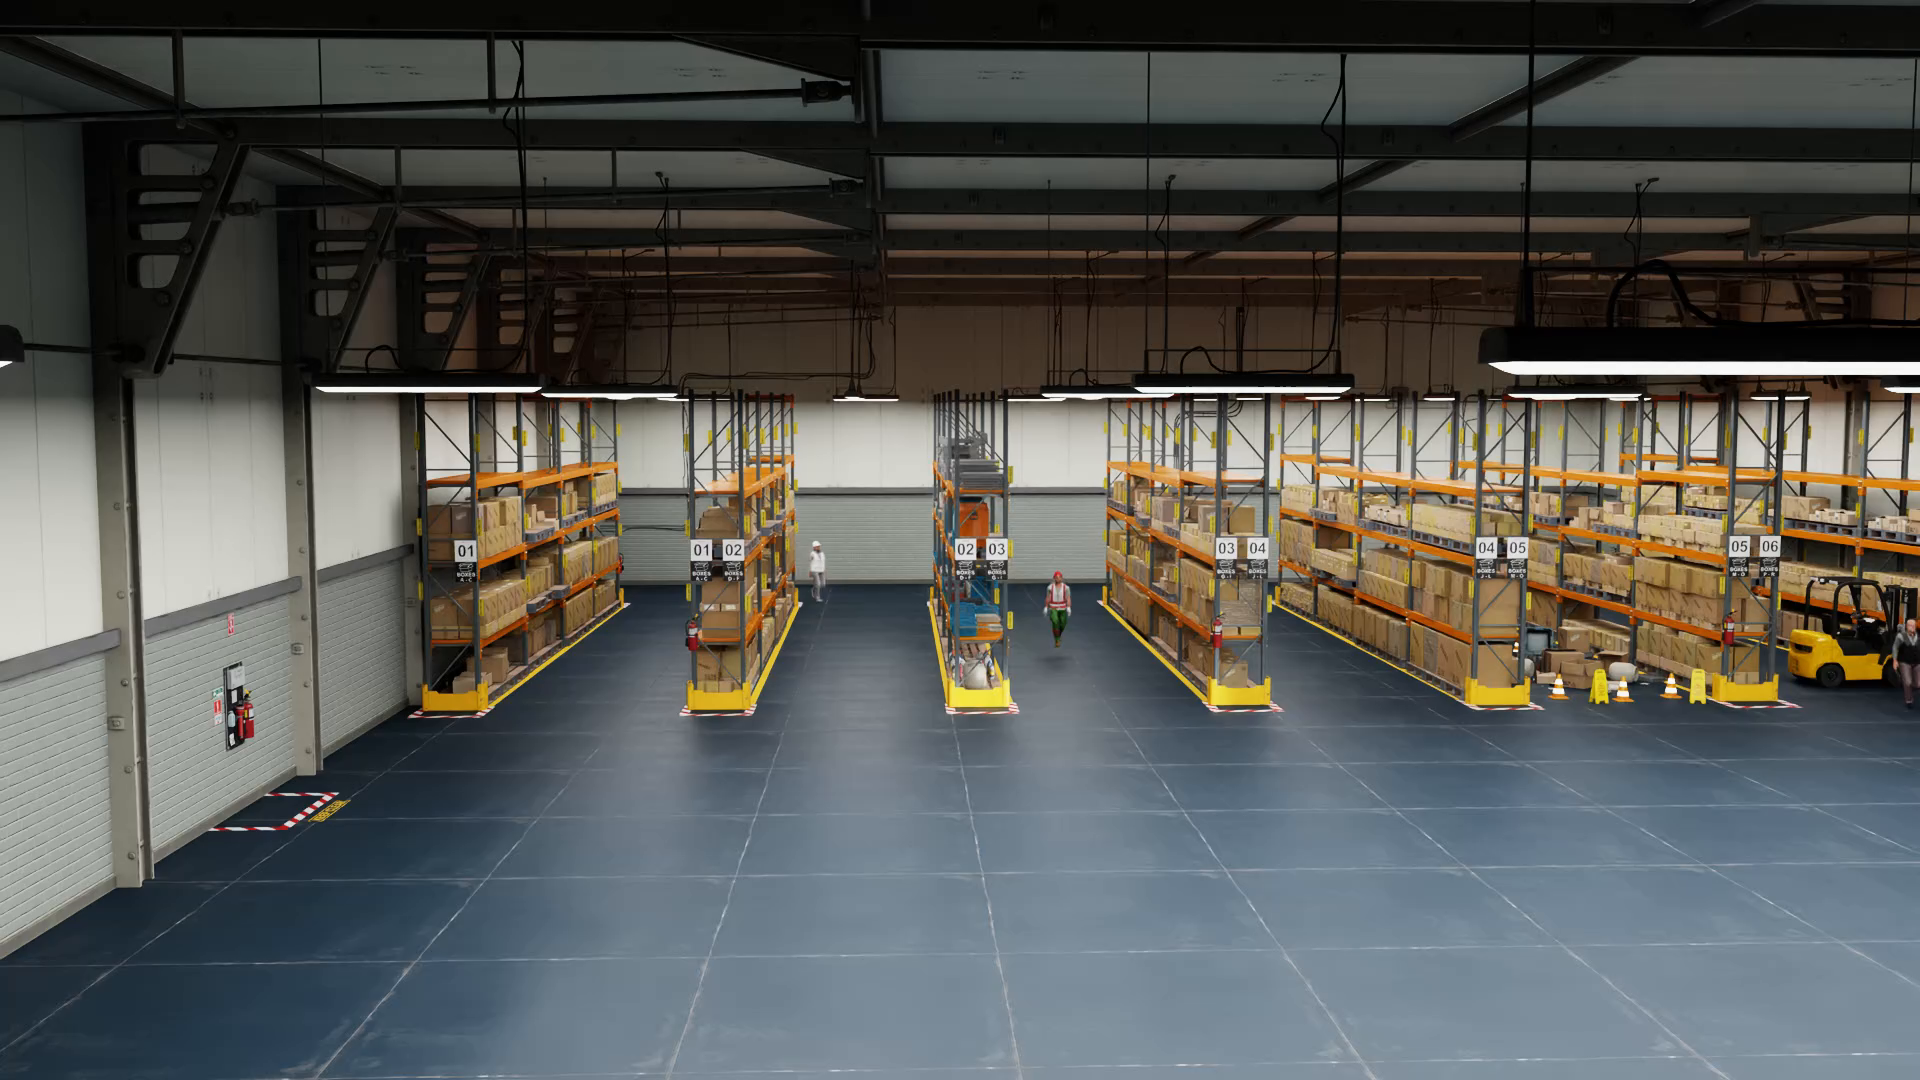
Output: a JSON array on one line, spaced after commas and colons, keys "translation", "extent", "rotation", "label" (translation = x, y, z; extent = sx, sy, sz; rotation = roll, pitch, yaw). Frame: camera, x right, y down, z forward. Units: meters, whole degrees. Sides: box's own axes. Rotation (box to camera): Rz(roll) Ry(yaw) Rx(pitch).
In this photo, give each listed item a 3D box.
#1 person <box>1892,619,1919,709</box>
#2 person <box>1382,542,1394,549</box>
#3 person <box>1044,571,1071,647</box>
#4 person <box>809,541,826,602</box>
[{"translation": [17.954, 2.318, 31.460], "extent": [0.597, 1.695, 0.656], "rotation": [1, 5, 14], "label": "person"}, {"translation": [12.770, 0.830, 49.555], "extent": [0.533, 1.663, 1.078], "rotation": [0, 5, -5], "label": "person"}, {"translation": [2.247, 1.541, 37.739], "extent": [0.550, 1.659, 1.033], "rotation": [-1, 5, -11], "label": "person"}, {"translation": [-4.154, 0.906, 48.151], "extent": [0.656, 1.759, 0.535], "rotation": [5, 6, 44], "label": "person"}]
